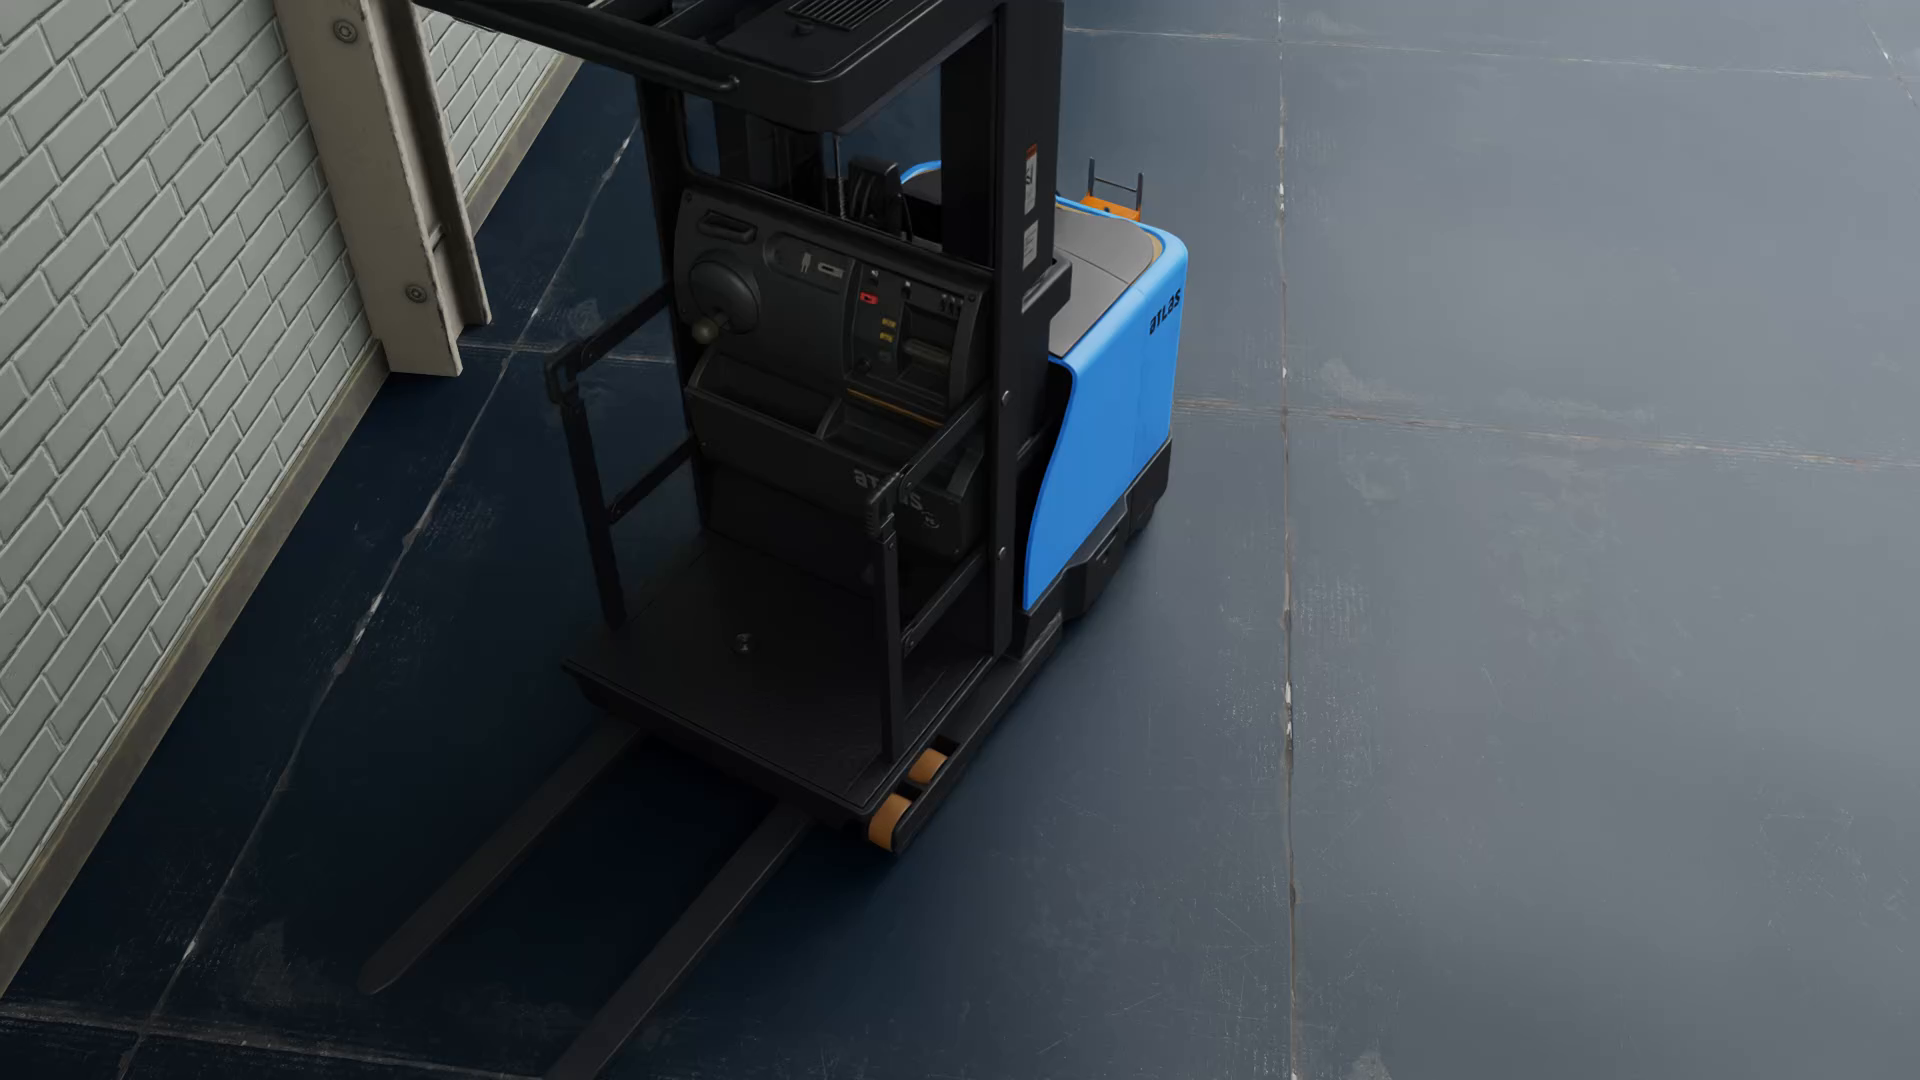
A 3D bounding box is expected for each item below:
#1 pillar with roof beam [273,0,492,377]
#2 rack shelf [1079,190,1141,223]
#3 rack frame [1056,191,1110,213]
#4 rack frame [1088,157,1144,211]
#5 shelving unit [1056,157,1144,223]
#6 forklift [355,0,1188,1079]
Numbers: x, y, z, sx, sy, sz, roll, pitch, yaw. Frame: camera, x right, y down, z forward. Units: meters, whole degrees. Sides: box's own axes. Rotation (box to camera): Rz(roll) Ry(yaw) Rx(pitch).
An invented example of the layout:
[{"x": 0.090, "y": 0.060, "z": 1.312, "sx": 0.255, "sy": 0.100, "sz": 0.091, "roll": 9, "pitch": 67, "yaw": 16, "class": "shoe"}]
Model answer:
[{"x": 2.204, "y": -3.655, "z": 3.066, "sx": 9.100, "sy": 9.000, "sz": 0.400, "roll": 5, "pitch": 44, "yaw": 6, "class": "pillar with roof beam"}, {"x": 0.459, "y": -0.992, "z": 5.636, "sx": 0.215, "sy": 0.259, "sz": 0.240, "roll": 23, "pitch": 48, "yaw": 22, "class": "rack shelf"}, {"x": 0.395, "y": -0.722, "z": 5.749, "sx": 0.200, "sy": 1.050, "sz": 0.008, "roll": 23, "pitch": 48, "yaw": 22, "class": "rack frame"}, {"x": 0.522, "y": -0.865, "z": 5.900, "sx": 0.200, "sy": 1.050, "sz": 0.008, "roll": 23, "pitch": 48, "yaw": 22, "class": "rack frame"}, {"x": 0.459, "y": -0.793, "z": 5.824, "sx": 0.215, "sy": 1.050, "sz": 0.252, "roll": 23, "pitch": 48, "yaw": 22, "class": "shelving unit"}, {"x": -0.468, "y": -0.538, "z": 4.186, "sx": 1.130, "sy": 2.935, "sz": 3.031, "roll": 23, "pitch": 48, "yaw": 22, "class": "forklift"}]
